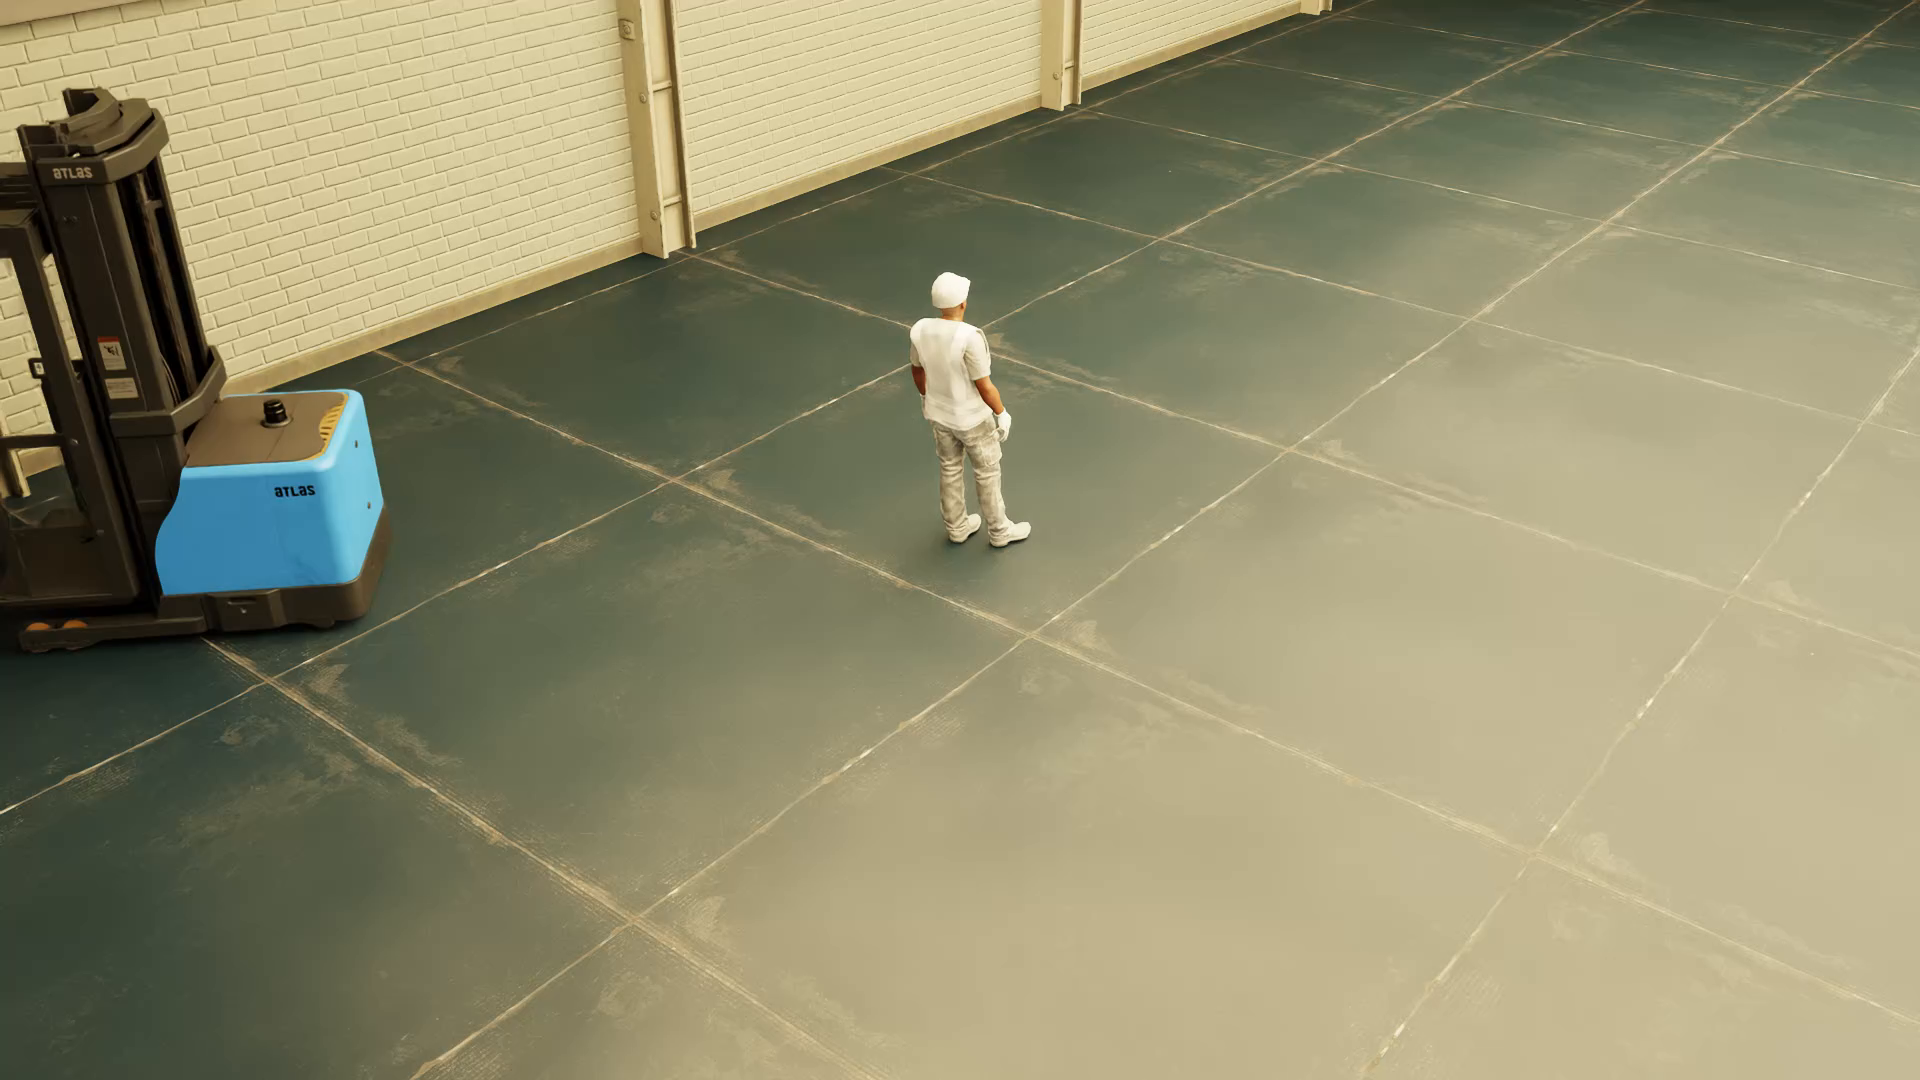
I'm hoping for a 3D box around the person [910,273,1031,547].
[{"bbox_3d":[0.052,-0.801,10.090,0.656,1.781,0.577,22,37,33],"label":"person"}]

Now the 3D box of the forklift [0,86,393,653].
[{"bbox_3d":[-4.993,-0.912,9.156,3.031,2.935,1.130,-4,31,-6],"label":"forklift"}]
